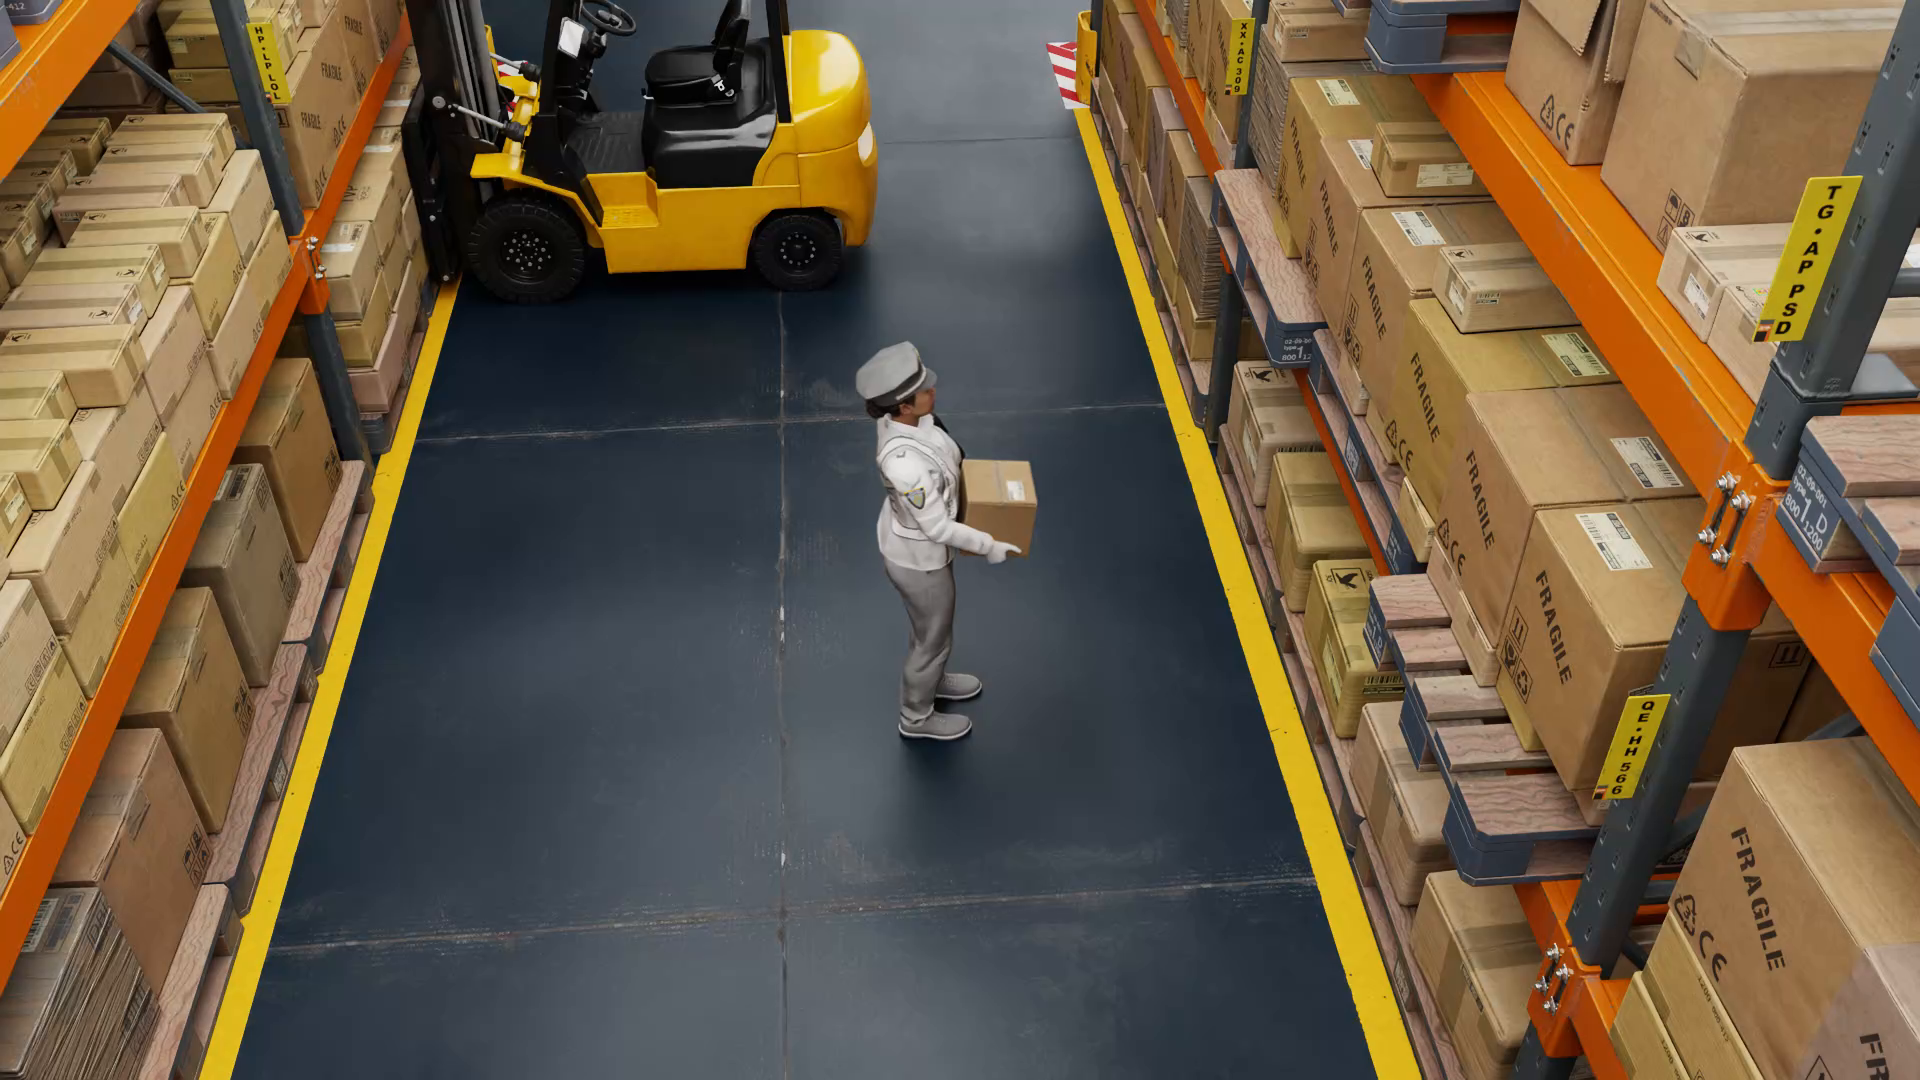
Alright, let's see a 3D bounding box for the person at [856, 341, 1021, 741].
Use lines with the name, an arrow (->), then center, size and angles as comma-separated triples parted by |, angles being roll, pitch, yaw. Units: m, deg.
person -> -0.072, 0.020, 6.109 | 0.563, 1.687, 0.461 | -3, 39, -4
